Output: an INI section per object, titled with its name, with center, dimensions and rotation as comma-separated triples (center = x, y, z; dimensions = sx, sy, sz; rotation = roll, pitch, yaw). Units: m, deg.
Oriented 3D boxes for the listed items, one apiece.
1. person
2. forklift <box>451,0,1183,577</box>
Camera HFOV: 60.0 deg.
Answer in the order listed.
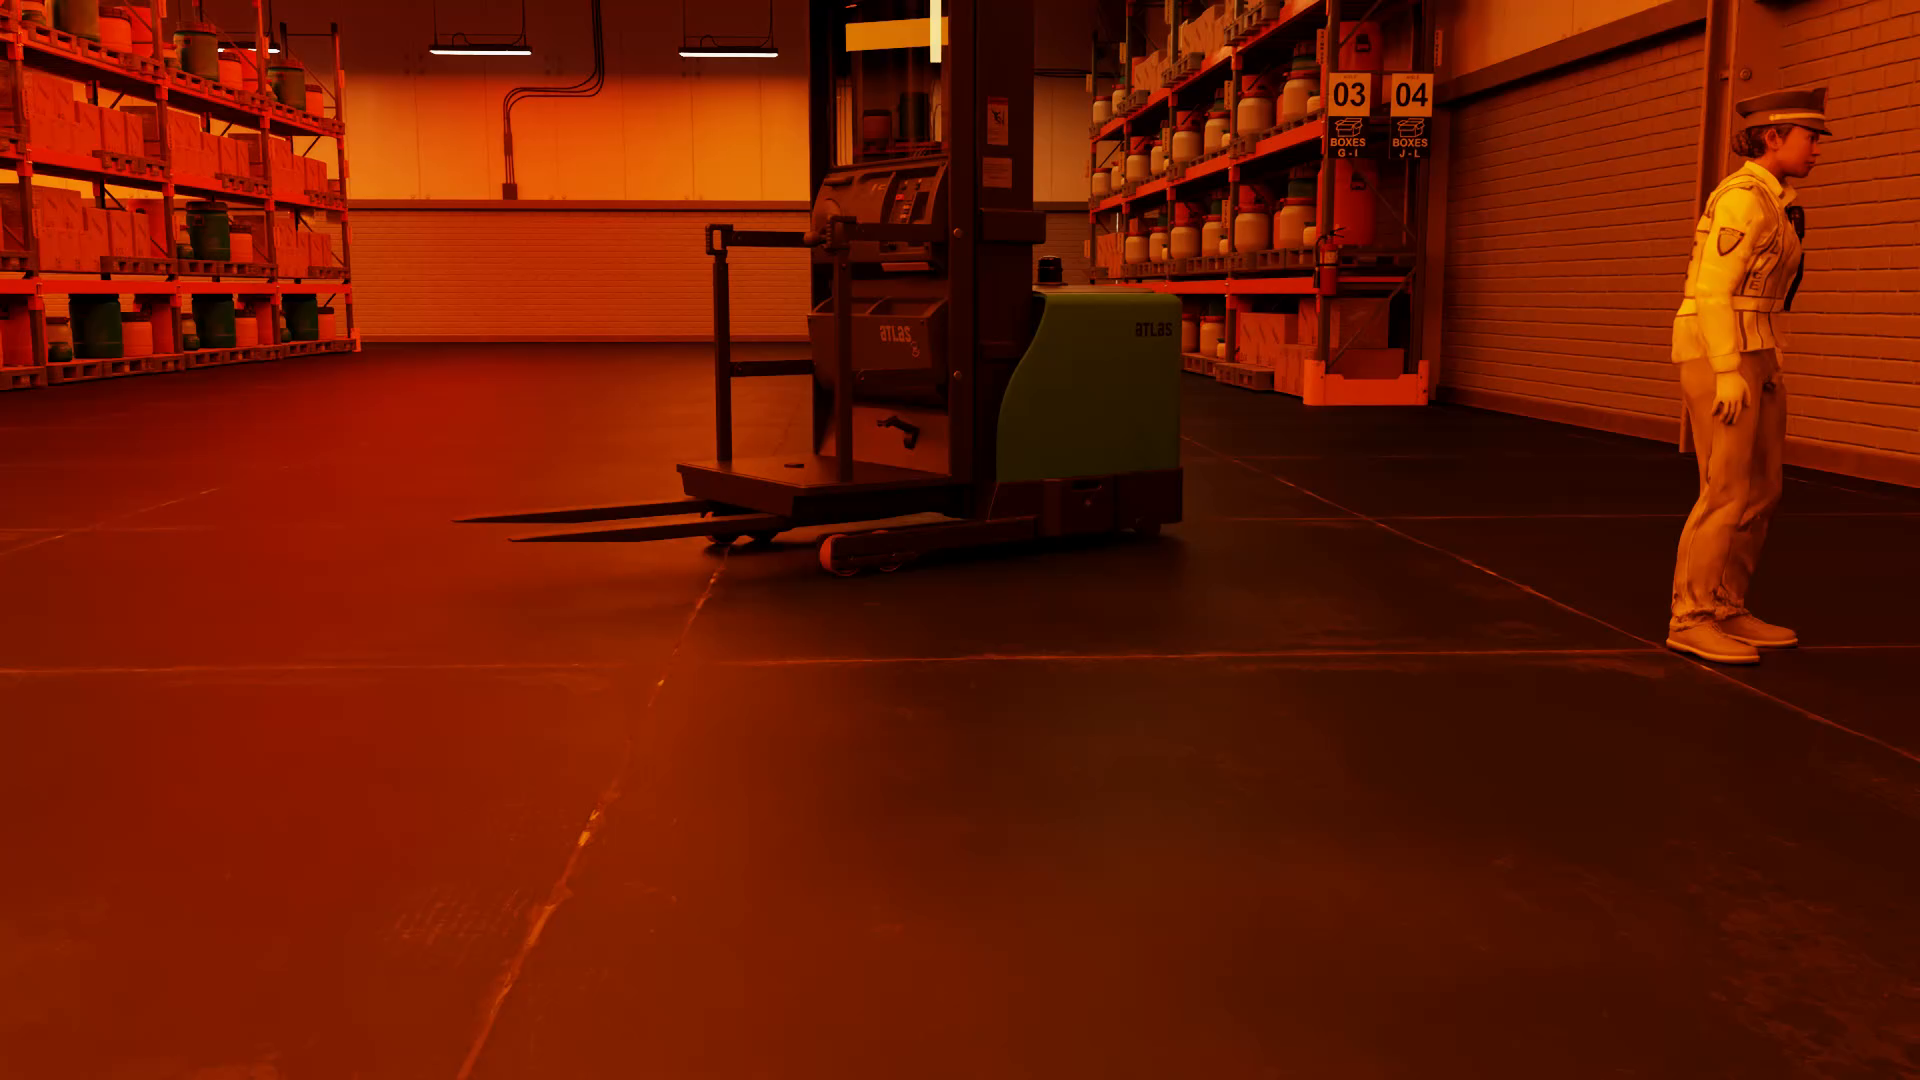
[person]
center = 2.354, -0.497, 4.992
dimensions = 0.371, 1.666, 0.547
rotation = 8, 11, 41
[forklift]
center = -0.511, -1.397, 6.738
dimensions = 3.031, 2.935, 1.130
rotation = -6, 10, -35
